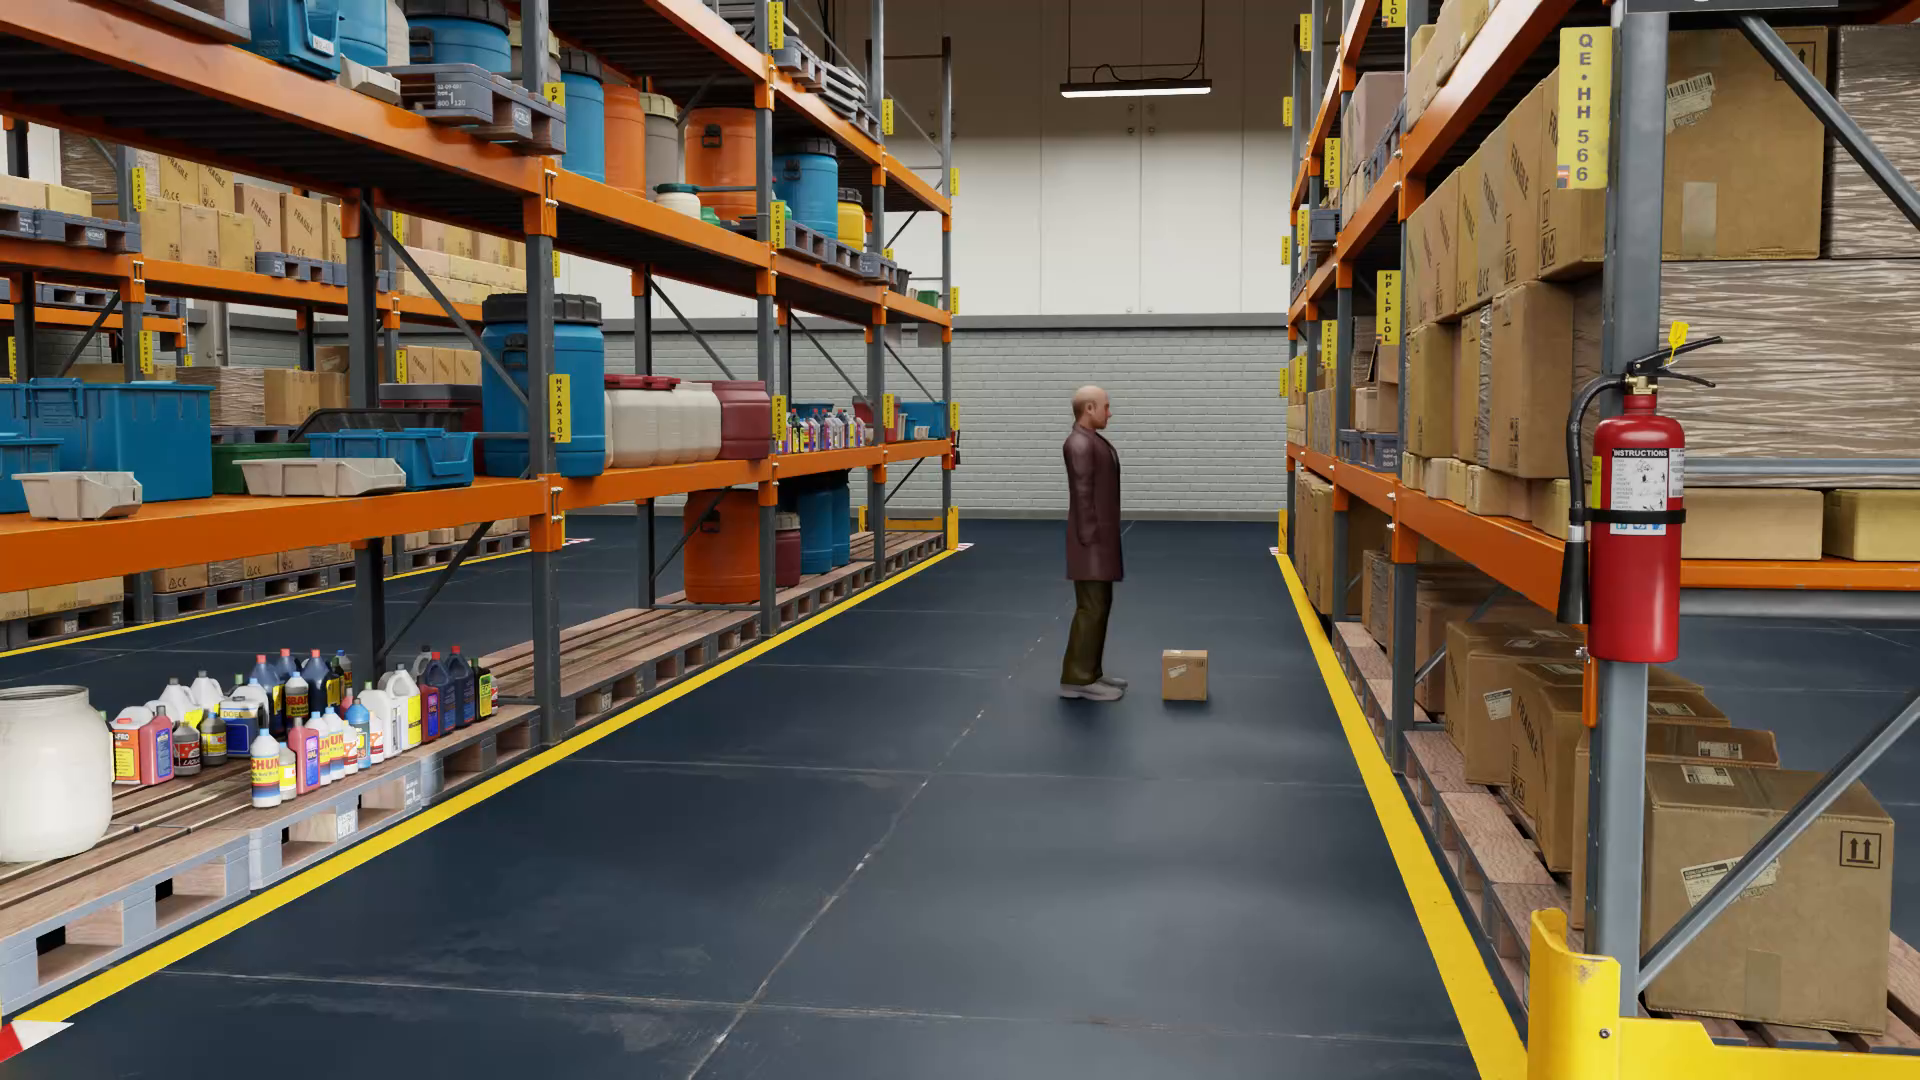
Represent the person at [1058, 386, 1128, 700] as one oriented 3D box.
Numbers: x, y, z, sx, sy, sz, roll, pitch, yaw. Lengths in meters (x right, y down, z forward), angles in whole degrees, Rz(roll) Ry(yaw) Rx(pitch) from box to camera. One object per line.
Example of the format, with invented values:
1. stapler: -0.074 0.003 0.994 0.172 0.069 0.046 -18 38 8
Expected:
1. person: 0.771 0.007 9.538 0.379 1.778 0.563 1 4 10
